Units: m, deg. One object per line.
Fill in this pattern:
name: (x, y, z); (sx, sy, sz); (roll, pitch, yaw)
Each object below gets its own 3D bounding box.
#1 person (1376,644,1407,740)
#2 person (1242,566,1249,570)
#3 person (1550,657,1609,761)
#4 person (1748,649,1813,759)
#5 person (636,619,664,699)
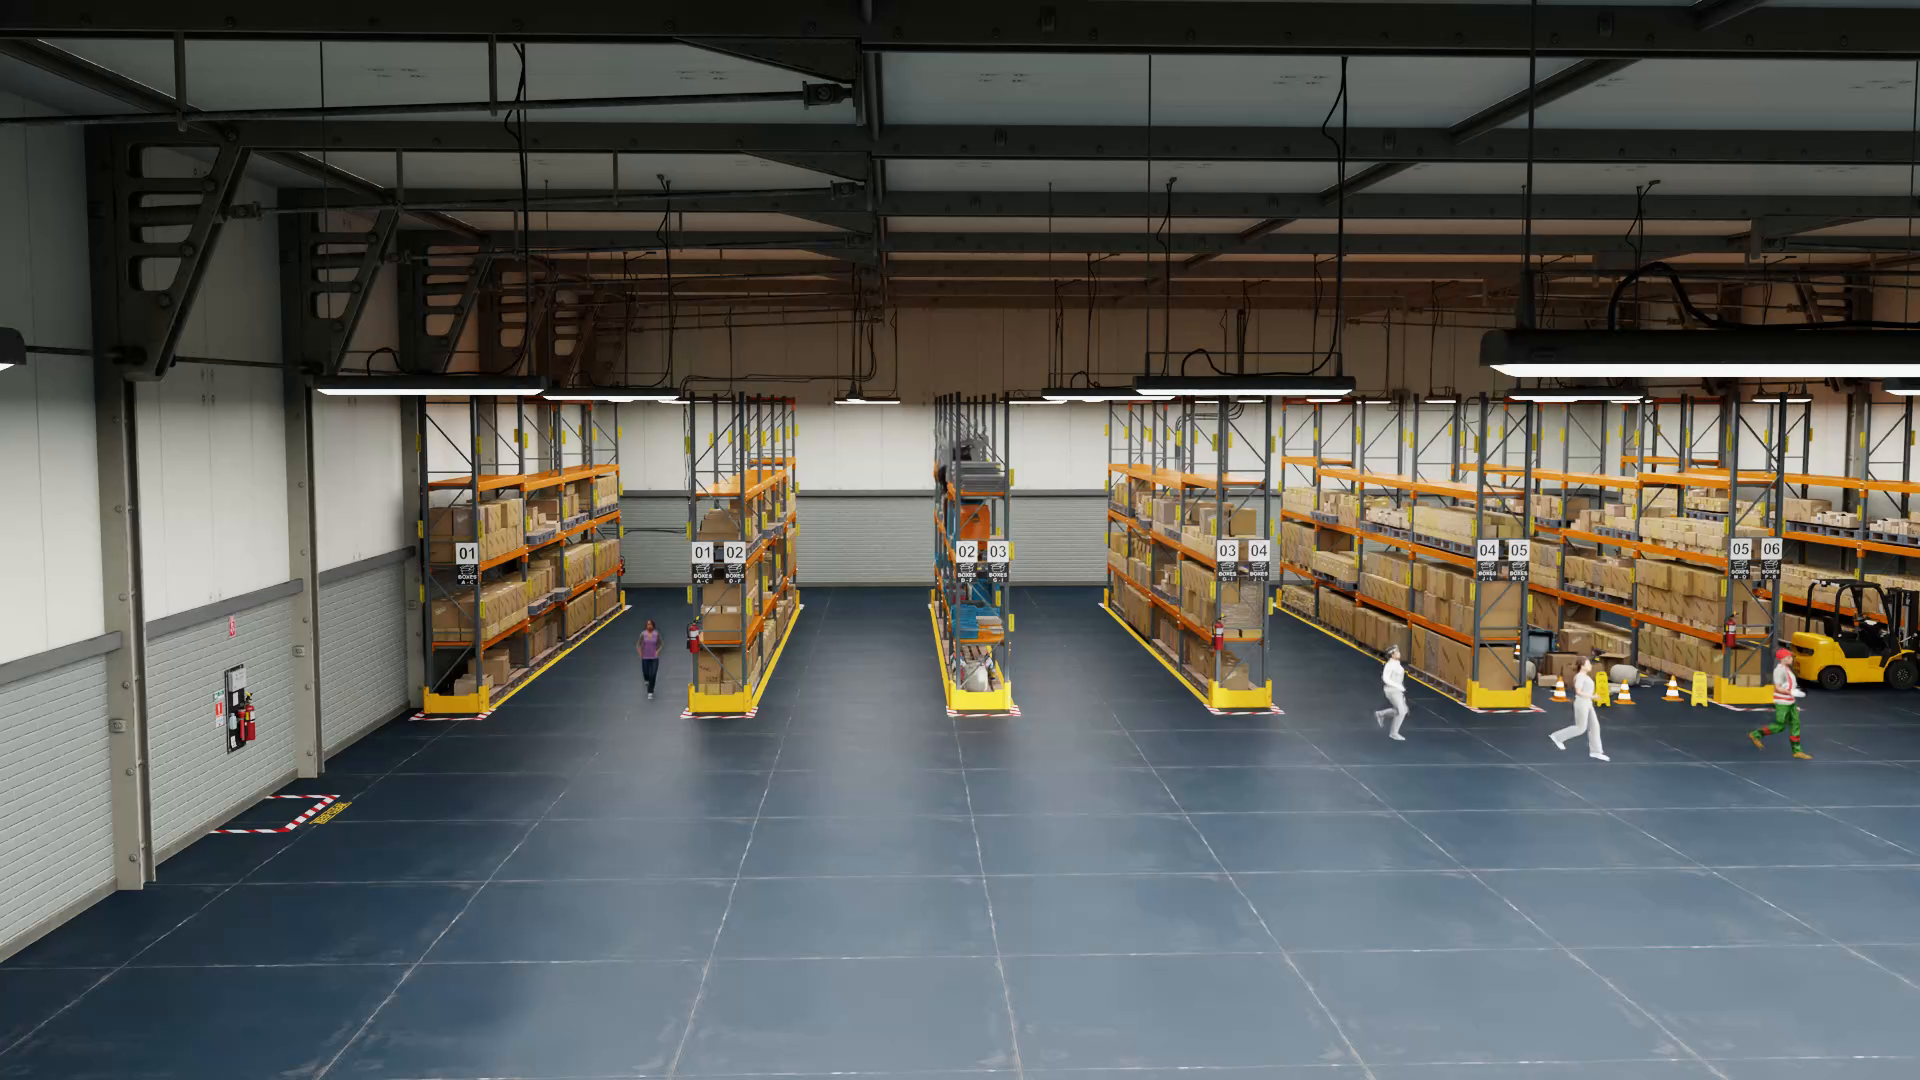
person: (7.441, 2.616, 28.704); (0.553, 1.662, 0.657); (2, 5, 28)
person: (7.921, 1.213, 46.428); (0.615, 1.634, 0.609); (1, 5, 9)
person: (10.116, 2.728, 27.084); (0.922, 1.672, 0.568); (3, 5, 32)
person: (13.404, 2.654, 27.099); (0.964, 1.773, 0.664); (4, 6, 40)
person: (-6.100, 2.338, 32.762); (0.538, 1.545, 0.549); (-1, 5, -10)
